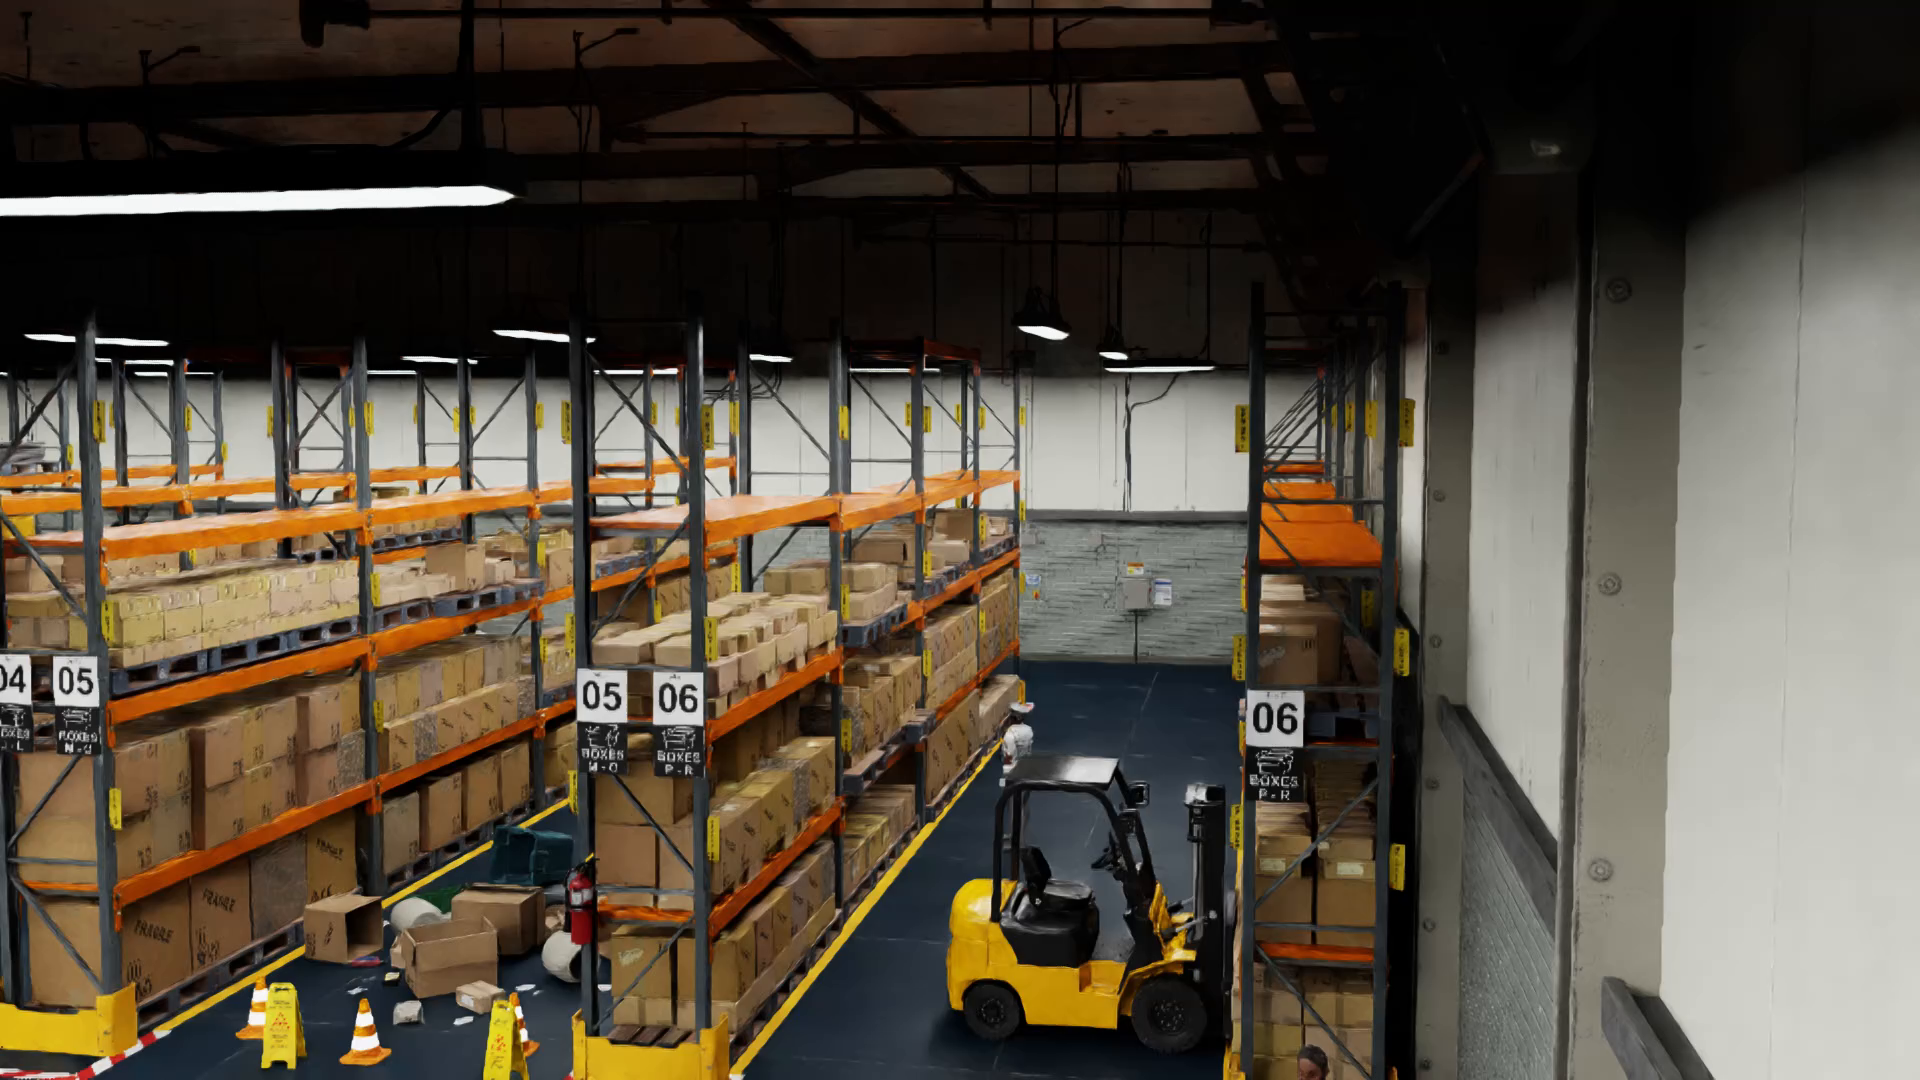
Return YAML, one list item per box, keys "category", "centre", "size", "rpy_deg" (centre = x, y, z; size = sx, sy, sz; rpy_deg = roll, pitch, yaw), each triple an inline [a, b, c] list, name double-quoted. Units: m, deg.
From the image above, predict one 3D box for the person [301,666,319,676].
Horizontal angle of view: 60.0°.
- category: "person"
  centre: [-8.766, 2.487, 22.598]
  size: [0.554, 1.712, 1.040]
  rpy_deg: [1, 5, 10]

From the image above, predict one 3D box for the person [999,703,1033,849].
- category: "person"
  centre: [0.643, 2.753, 19.500]
  size: [0.458, 1.676, 0.498]
  rpy_deg: [4, 6, 41]

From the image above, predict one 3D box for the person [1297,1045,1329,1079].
- category: "person"
  centre: [2.033, 3.611, 9.411]
  size: [0.498, 1.599, 0.942]
  rpy_deg: [3, 6, 33]

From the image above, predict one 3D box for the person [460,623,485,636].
- category: "person"
  centre: [-7.995, 2.076, 27.247]
  size: [0.569, 1.768, 0.627]
  rpy_deg: [4, 6, 39]
